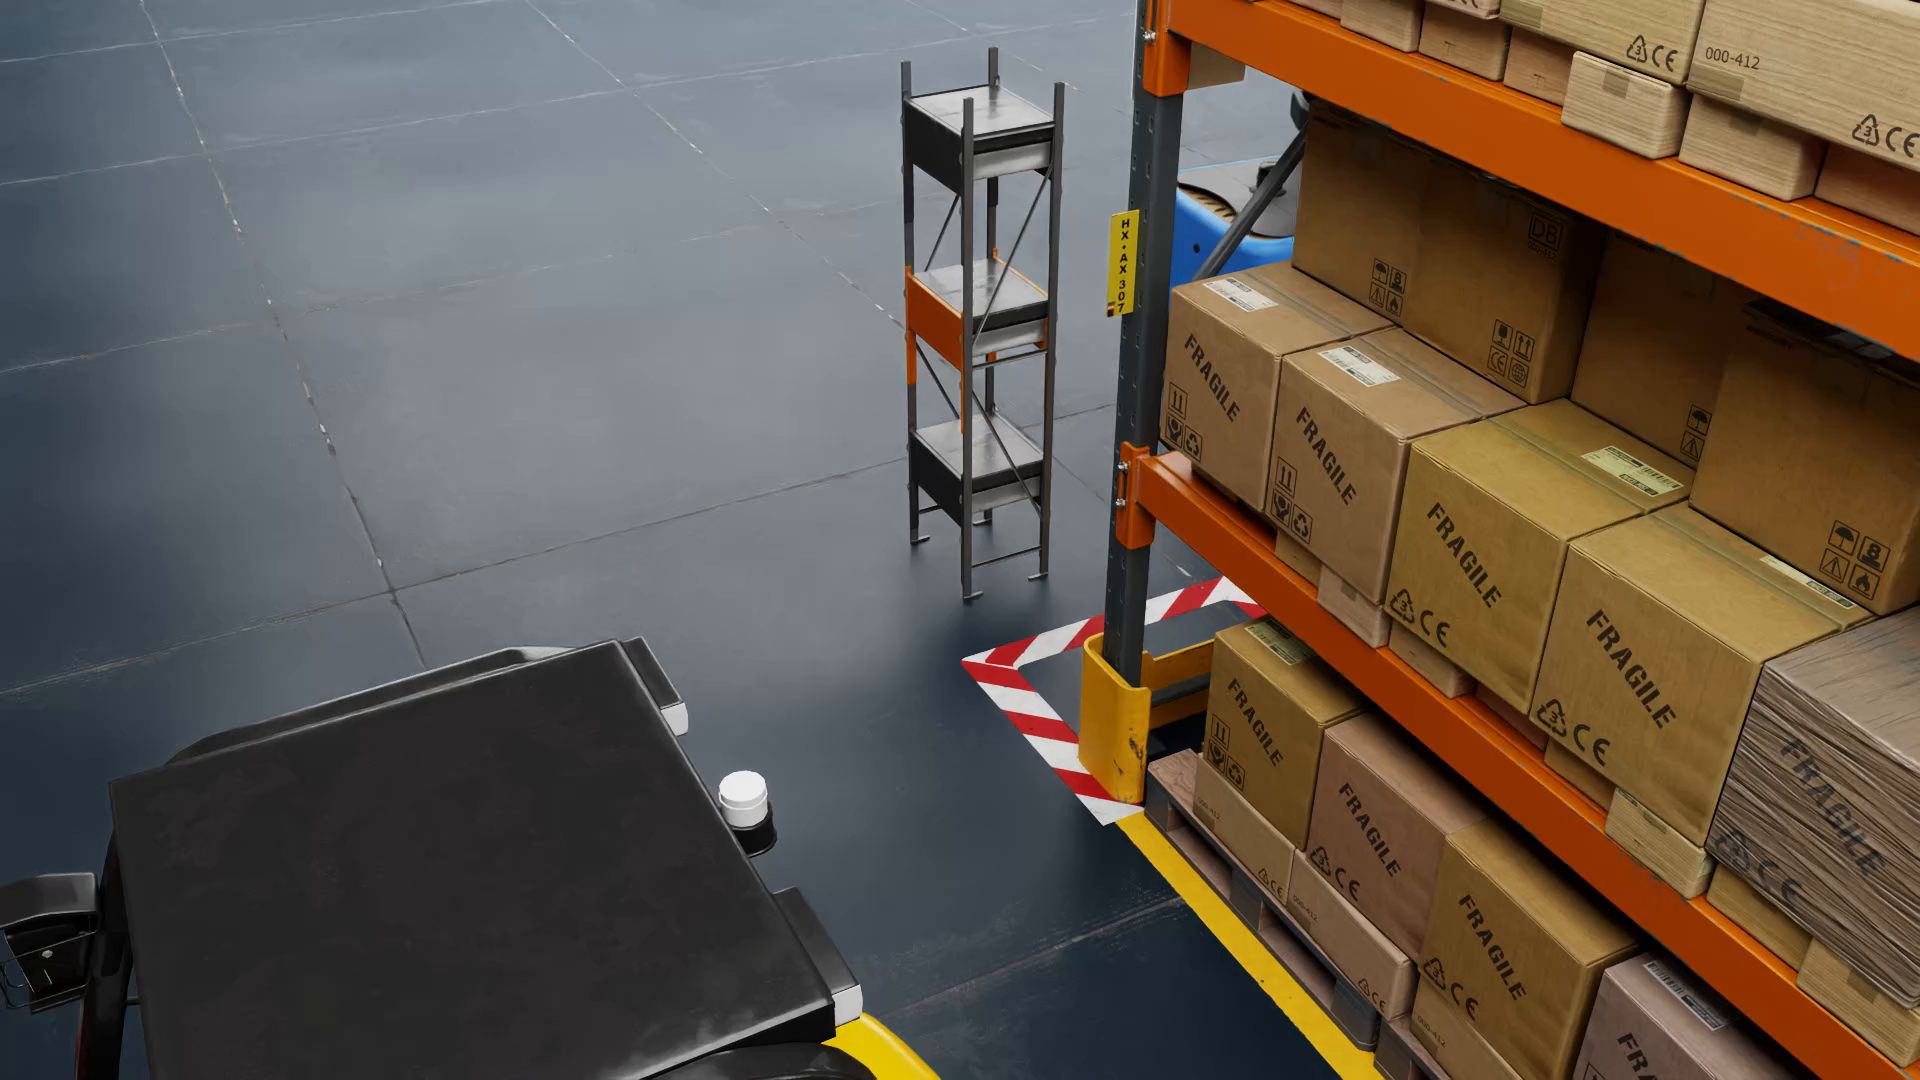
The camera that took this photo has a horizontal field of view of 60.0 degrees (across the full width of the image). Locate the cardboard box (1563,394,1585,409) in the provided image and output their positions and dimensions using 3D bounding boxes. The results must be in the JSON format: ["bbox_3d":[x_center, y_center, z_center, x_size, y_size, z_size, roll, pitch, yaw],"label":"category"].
[{"bbox_3d":[1.693,-0.330,4.617,0.500,0.500,0.500,-16,36,-23],"label":"cardboard box"}]

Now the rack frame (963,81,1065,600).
[{"bbox_3d":[0.191,-0.689,6.379,0.400,2.100,0.015,-16,36,-23],"label":"rack frame"}]

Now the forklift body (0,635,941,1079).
[{"bbox_3d":[-0.925,1.461,2.976,2.313,2.155,1.214,-16,36,-23],"label":"forklift body"}]

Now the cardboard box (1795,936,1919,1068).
[{"bbox_3d":[1.935,0.861,3.358,0.380,0.149,0.250,-16,36,-24],"label":"cardboard box"}]

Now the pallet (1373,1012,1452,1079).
[{"bbox_3d":[1.914,1.596,4.564,1.003,0.211,1.213,-16,36,-23],"label":"pallet"}]

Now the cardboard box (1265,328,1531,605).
[{"bbox_3d":[1.186,-0.218,4.441,0.500,0.500,0.500,-15,35,-22],"label":"cardboard box"}]

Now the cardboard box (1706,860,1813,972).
[{"bbox_3d":[1.843,0.731,3.561,0.380,0.149,0.250,-17,36,-24],"label":"cardboard box"}]

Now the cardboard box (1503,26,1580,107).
[{"bbox_3d":[1.393,-1.035,3.537,0.380,0.149,0.250,-17,36,-25],"label":"cardboard box"}]

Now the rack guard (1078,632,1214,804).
[{"bbox_3d":[1.002,0.496,6.012,1.175,0.500,0.348,-16,36,-23],"label":"rack guard"}]

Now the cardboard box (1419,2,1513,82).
[{"bbox_3d":[1.266,-1.160,3.733,0.380,0.149,0.250,-16,36,-23],"label":"cardboard box"}]

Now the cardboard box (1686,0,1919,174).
[{"bbox_3d":[1.676,-0.879,2.923,0.500,0.250,0.500,-15,36,-22],"label":"cardboard box"}]

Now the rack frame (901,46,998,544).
[{"bbox_3d":[-0.037,-0.922,6.742,0.400,2.100,0.015,-16,36,-23],"label":"rack frame"}]

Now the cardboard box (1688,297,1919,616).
[{"bbox_3d":[2.066,-0.258,3.577,0.700,0.500,0.500,-16,36,-23],"label":"cardboard box"}]

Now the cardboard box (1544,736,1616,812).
[{"bbox_3d":[1.625,0.483,3.948,0.380,0.149,0.250,-17,36,-24],"label":"cardboard box"}]

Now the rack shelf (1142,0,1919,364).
[{"bbox_3d":[1.899,-0.599,3.290,1.077,0.370,4.000,-16,36,-23],"label":"rack shelf"}]

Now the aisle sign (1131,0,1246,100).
[{"bbox_3d":[0.663,-1.639,4.618,0.394,0.787,0.004,-16,36,-23],"label":"aisle sign"}]

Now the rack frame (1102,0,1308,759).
[{"bbox_3d":[0.967,-0.593,5.395,1.000,3.000,0.127,-16,36,-23],"label":"rack frame"}]

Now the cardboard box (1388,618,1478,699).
[{"bbox_3d":[1.352,0.239,4.330,0.380,0.149,0.250,-15,36,-22],"label":"cardboard box"}]

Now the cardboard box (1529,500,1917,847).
[{"bbox_3d":[1.669,0.265,3.687,0.500,0.500,0.500,-17,36,-24],"label":"cardboard box"}]

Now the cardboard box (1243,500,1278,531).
[{"bbox_3d":[1.072,-0.156,4.946,0.380,0.149,0.250,-15,36,-22],"label":"cardboard box"}]

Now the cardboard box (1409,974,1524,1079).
[{"bbox_3d":[1.595,1.345,4.529,0.500,0.250,0.500,-13,35,-20],"label":"cardboard box"}]

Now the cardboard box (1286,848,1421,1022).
[{"bbox_3d":[1.329,1.088,4.931,0.500,0.250,0.500,-15,35,-21],"label":"cardboard box"}]

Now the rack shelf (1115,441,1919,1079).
[{"bbox_3d":[1.899,0.665,4.099,1.077,0.370,4.000,-16,36,-23],"label":"rack shelf"}]

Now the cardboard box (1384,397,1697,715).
[{"bbox_3d":[1.425,0.025,4.062,0.500,0.500,0.500,-17,36,-24],"label":"cardboard box"}]

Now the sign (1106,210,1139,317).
[{"bbox_3d":[0.487,-0.821,4.948,0.100,0.325,0.005,-16,36,-23],"label":"sign"}]

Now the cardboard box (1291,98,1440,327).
[{"bbox_3d":[1.398,-0.992,4.723,0.700,0.500,0.500,-17,36,-24],"label":"cardboard box"}]

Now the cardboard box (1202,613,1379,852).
[{"bbox_3d":[1.110,0.538,5.094,0.500,0.500,0.500,-17,36,-25],"label":"cardboard box"}]

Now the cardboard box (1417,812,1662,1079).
[{"bbox_3d":[1.584,1.028,4.329,0.500,0.500,0.500,-15,36,-22],"label":"cardboard box"}]

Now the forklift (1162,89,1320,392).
[{"bbox_3d":[2.462,-2.157,7.900,3.031,2.935,1.130,-13,35,-19],"label":"forklift"}]

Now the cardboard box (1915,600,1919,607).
[{"bbox_3d":[2.143,0.156,3.858,0.500,0.500,0.500,-15,36,-23],"label":"cardboard box"}]

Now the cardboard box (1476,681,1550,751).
[{"bbox_3d":[1.528,0.350,4.156,0.380,0.149,0.250,-15,35,-22],"label":"cardboard box"}]

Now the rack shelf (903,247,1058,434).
[{"bbox_3d":[0.077,-0.794,6.568,0.431,0.518,0.480,-16,36,-23],"label":"rack shelf"}]

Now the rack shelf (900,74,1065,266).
[{"bbox_3d":[0.077,-1.383,6.190,0.431,0.518,0.480,-16,36,-23],"label":"rack shelf"}]

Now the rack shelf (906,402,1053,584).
[{"bbox_3d":[0.077,-0.204,6.945,0.431,0.518,0.480,-16,36,-23],"label":"rack shelf"}]

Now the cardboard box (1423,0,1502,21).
[{"bbox_3d":[1.192,-1.368,3.688,0.500,0.250,0.500,-16,36,-24],"label":"cardboard box"}]

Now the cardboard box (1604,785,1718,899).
[{"bbox_3d":[1.691,0.618,3.738,0.380,0.149,0.250,-16,36,-23],"label":"cardboard box"}]

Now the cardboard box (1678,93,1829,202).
[{"bbox_3d":[1.599,-0.779,3.137,0.380,0.149,0.250,-17,36,-24],"label":"cardboard box"}]

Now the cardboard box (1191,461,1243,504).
[{"bbox_3d":[0.942,-0.273,5.128,0.380,0.149,0.250,-16,36,-23],"label":"cardboard box"}]

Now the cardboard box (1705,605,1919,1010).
[{"bbox_3d":[1.912,0.509,3.307,0.500,0.500,0.500,-15,36,-22],"label":"cardboard box"}]

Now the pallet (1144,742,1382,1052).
[{"bbox_3d":[1.350,1.014,5.471,1.003,0.211,1.213,-16,36,-23],"label":"pallet"}]

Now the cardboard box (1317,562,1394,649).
[{"bbox_3d":[1.202,0.124,4.509,0.380,0.149,0.250,-15,36,-22],"label":"cardboard box"}]

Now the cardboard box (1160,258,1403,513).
[{"bbox_3d":[0.942,-0.464,4.826,0.500,0.500,0.500,-16,36,-24],"label":"cardboard box"}]

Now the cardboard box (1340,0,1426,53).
[{"bbox_3d":[1.129,-1.272,3.908,0.380,0.149,0.250,-15,36,-22],"label":"cardboard box"}]

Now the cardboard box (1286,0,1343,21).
[{"bbox_3d":[1.036,-1.407,4.118,0.380,0.149,0.250,-17,36,-25],"label":"cardboard box"}]

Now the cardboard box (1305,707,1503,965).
[{"bbox_3d":[1.357,0.786,4.706,0.500,0.500,0.500,-17,36,-25],"label":"cardboard box"}]

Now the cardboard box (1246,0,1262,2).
[{"bbox_3d":[0.834,-1.510,4.279,0.380,0.149,0.250,-16,36,-23],"label":"cardboard box"}]

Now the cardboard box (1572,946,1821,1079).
[{"bbox_3d":[1.841,1.281,3.935,0.500,0.500,0.500,-14,35,-21],"label":"cardboard box"}]

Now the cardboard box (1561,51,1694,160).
[{"bbox_3d":[1.440,-0.894,3.318,0.380,0.149,0.250,-15,36,-23],"label":"cardboard box"}]

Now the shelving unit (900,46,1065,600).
[{"bbox_3d":[0.077,-0.805,6.560,0.431,2.100,0.503,-16,36,-23],"label":"shelving unit"}]

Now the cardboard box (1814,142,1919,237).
[{"bbox_3d":[1.778,-0.677,2.978,0.380,0.149,0.250,-16,36,-24],"label":"cardboard box"}]

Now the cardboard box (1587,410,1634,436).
[{"bbox_3d":[1.923,-0.091,4.243,0.500,0.500,0.500,-16,36,-23],"label":"cardboard box"}]

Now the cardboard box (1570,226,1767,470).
[{"bbox_3d":[1.956,-0.531,4.004,0.700,0.500,0.500,-16,36,-24],"label":"cardboard box"}]

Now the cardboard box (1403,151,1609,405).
[{"bbox_3d":[1.627,-0.749,4.343,0.700,0.500,0.500,-16,36,-23],"label":"cardboard box"}]

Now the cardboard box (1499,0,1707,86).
[{"bbox_3d":[1.454,-1.128,3.312,0.500,0.250,0.500,-15,35,-22],"label":"cardboard box"}]

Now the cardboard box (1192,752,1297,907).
[{"bbox_3d":[1.098,0.843,5.314,0.500,0.250,0.500,-16,36,-23],"label":"cardboard box"}]

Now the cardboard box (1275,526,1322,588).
[{"bbox_3d":[1.124,-0.009,4.716,0.380,0.149,0.250,-17,36,-25],"label":"cardboard box"}]
